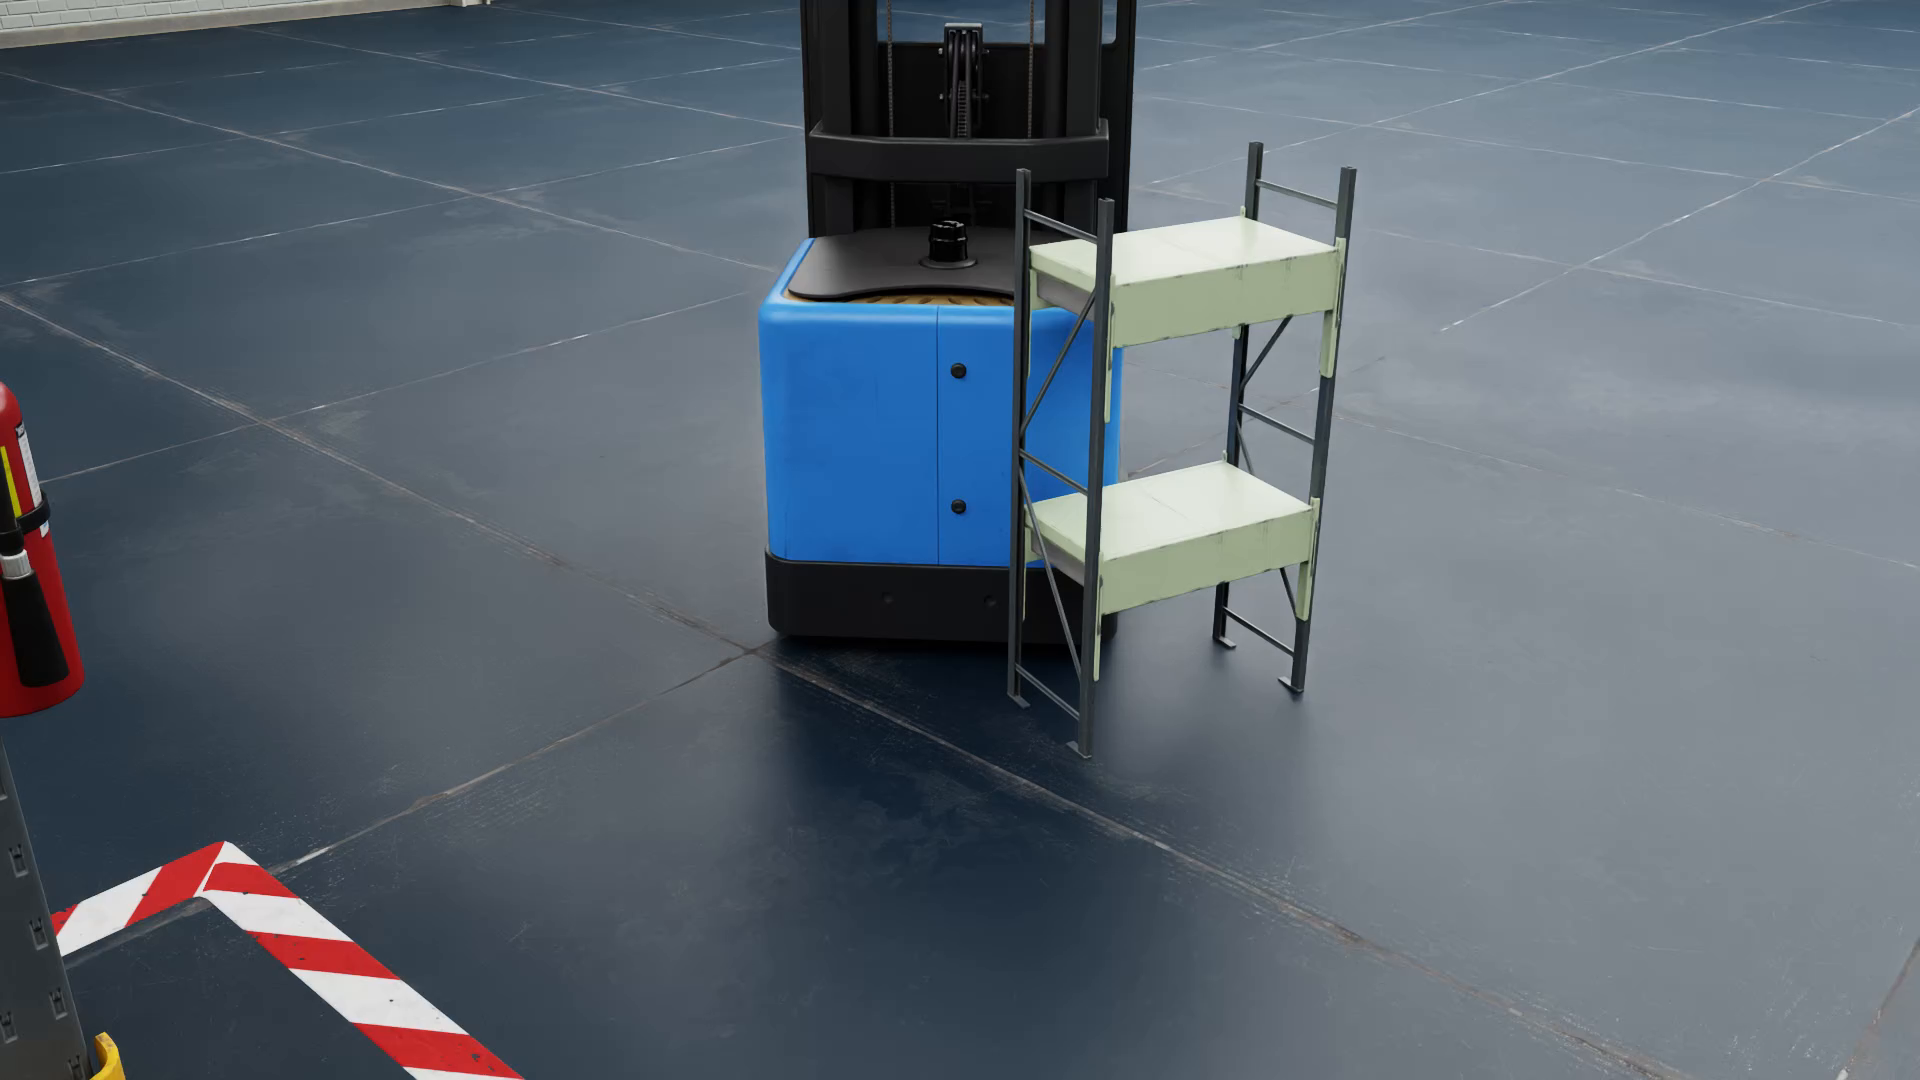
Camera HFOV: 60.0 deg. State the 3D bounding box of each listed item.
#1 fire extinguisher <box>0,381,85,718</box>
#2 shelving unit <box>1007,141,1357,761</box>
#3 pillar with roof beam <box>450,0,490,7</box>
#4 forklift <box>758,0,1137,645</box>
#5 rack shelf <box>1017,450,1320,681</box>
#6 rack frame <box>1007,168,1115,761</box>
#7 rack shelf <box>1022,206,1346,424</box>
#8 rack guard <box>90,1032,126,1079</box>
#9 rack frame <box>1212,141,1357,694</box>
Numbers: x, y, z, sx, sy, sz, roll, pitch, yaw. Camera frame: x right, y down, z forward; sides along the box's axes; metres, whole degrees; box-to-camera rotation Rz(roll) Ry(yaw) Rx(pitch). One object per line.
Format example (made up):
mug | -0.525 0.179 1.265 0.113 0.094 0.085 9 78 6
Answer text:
fire extinguisher | -1.403 -0.079 2.354 0.296 0.674 0.183 20 31 38
shelving unit | 0.564 -0.243 4.454 0.755 1.500 0.431 -13 28 -27
pillar with roof beam | -2.822 -9.517 15.977 9.100 9.000 0.400 20 31 38
forklift | 0.044 -1.593 5.720 1.130 2.935 3.031 2 24 4
rack shelf | 0.563 0.054 4.589 0.720 0.370 0.431 -13 28 -27
rack frame | 0.246 -0.169 4.289 0.023 1.500 0.400 -13 28 -27
rack shelf | 0.565 -0.598 4.293 0.720 0.370 0.431 -13 28 -27
rack guard | -1.873 0.959 3.001 1.175 0.500 0.348 20 31 38
rack frame | 0.882 -0.317 4.619 0.023 1.500 0.400 -13 28 -27
